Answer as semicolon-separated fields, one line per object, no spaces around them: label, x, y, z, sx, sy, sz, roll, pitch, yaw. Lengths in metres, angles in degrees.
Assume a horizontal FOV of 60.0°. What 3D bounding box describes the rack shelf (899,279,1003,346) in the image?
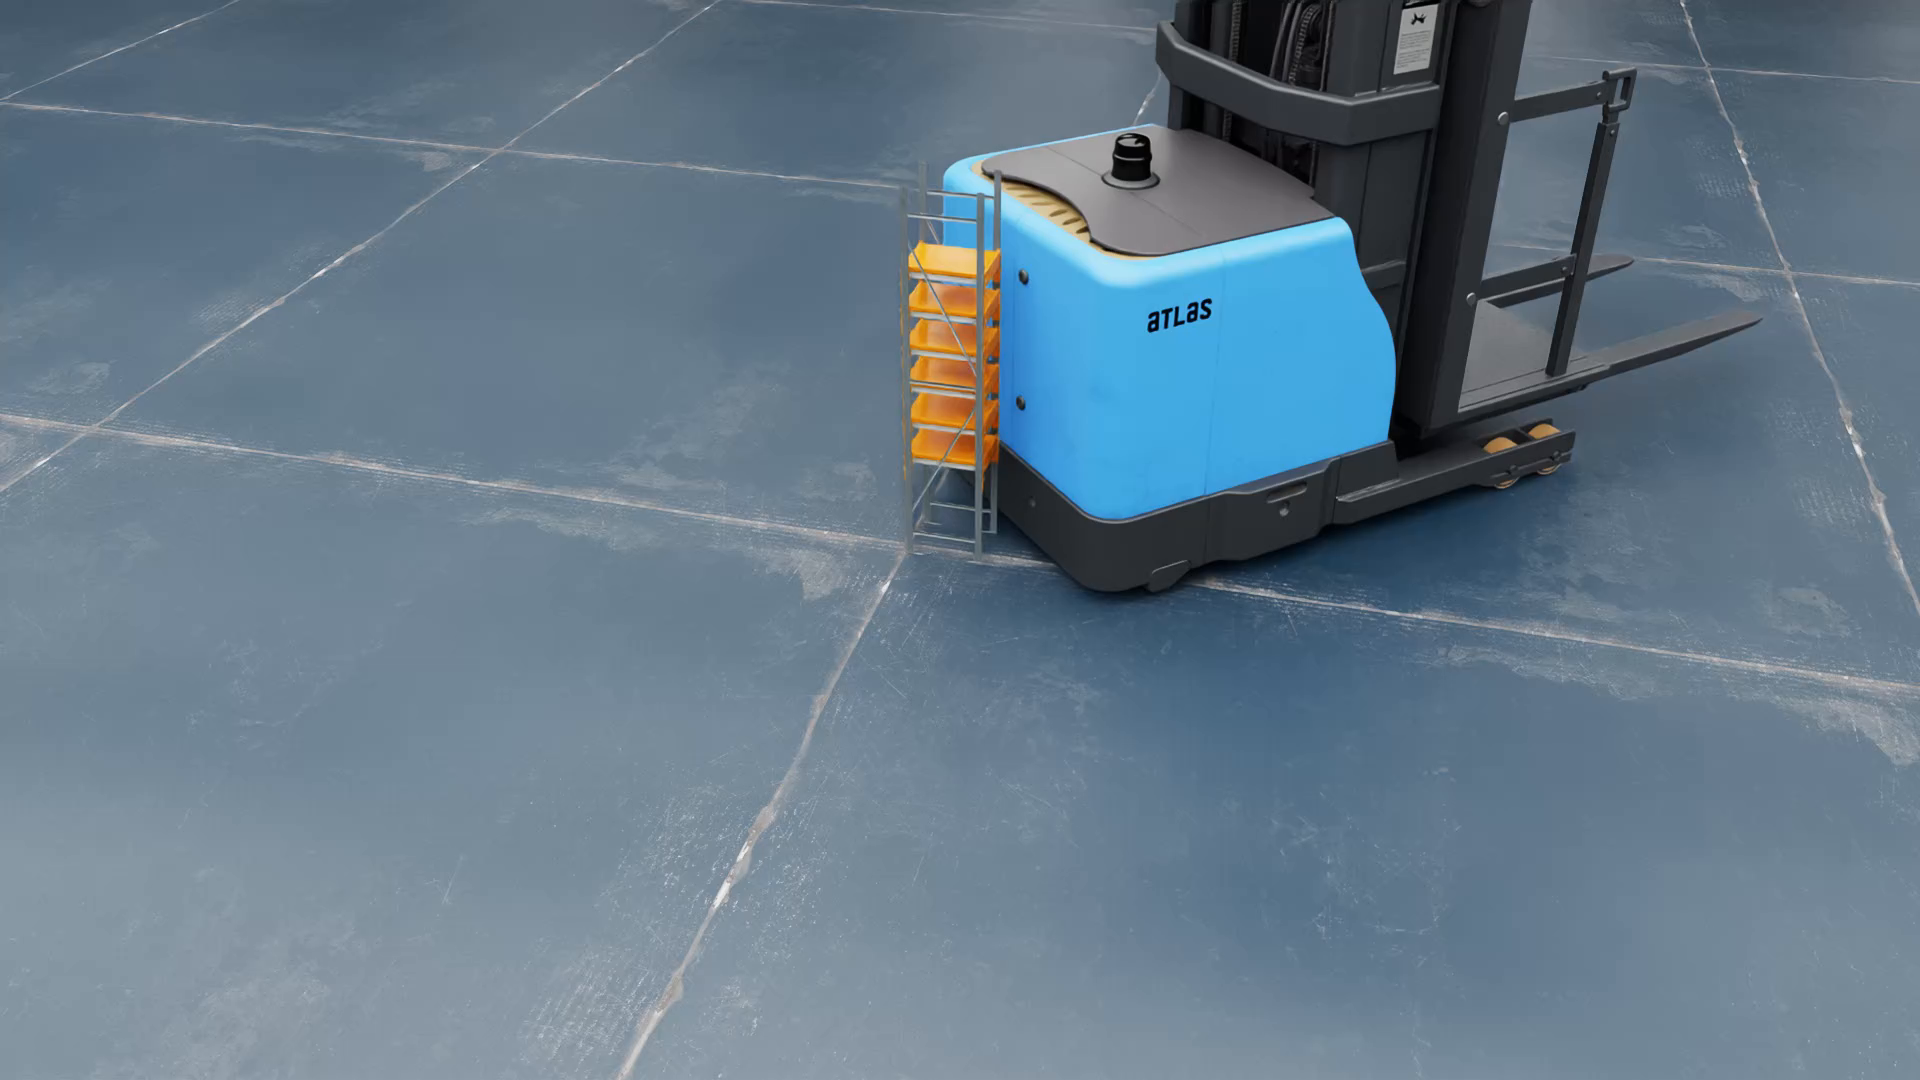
rack shelf;-0.025;-0.659;4.803;0.258;0.103;0.180;9;33;13

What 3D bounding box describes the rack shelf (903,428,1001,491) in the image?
rack shelf;-0.024;-0.254;5.061;0.258;0.103;0.180;9;33;13

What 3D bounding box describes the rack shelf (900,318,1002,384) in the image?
rack shelf;-0.025;-0.558;4.868;0.258;0.103;0.180;9;33;13

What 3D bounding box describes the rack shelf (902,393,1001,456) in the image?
rack shelf;-0.024;-0.355;4.996;0.258;0.103;0.180;9;33;13

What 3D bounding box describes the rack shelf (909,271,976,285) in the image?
rack shelf;-0.025;-0.777;4.728;0.199;0.020;0.166;9;33;13

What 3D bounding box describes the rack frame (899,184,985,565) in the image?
rack frame;-0.049;-0.447;4.834;0.240;1.200;0.006;9;33;13

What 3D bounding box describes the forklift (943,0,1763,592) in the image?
forklift;1.476;-1.602;5.121;3.031;2.843;1.129;-16;36;-24

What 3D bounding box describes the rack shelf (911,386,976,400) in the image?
rack shelf;-0.025;-0.473;4.921;0.199;0.020;0.166;9;33;13

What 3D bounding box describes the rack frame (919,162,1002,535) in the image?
rack frame;0.000;-0.541;4.983;0.240;1.200;0.006;9;33;13

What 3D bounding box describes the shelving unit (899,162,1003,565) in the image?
shelving unit;-0.025;-0.494;4.908;0.258;1.200;0.189;9;33;13
